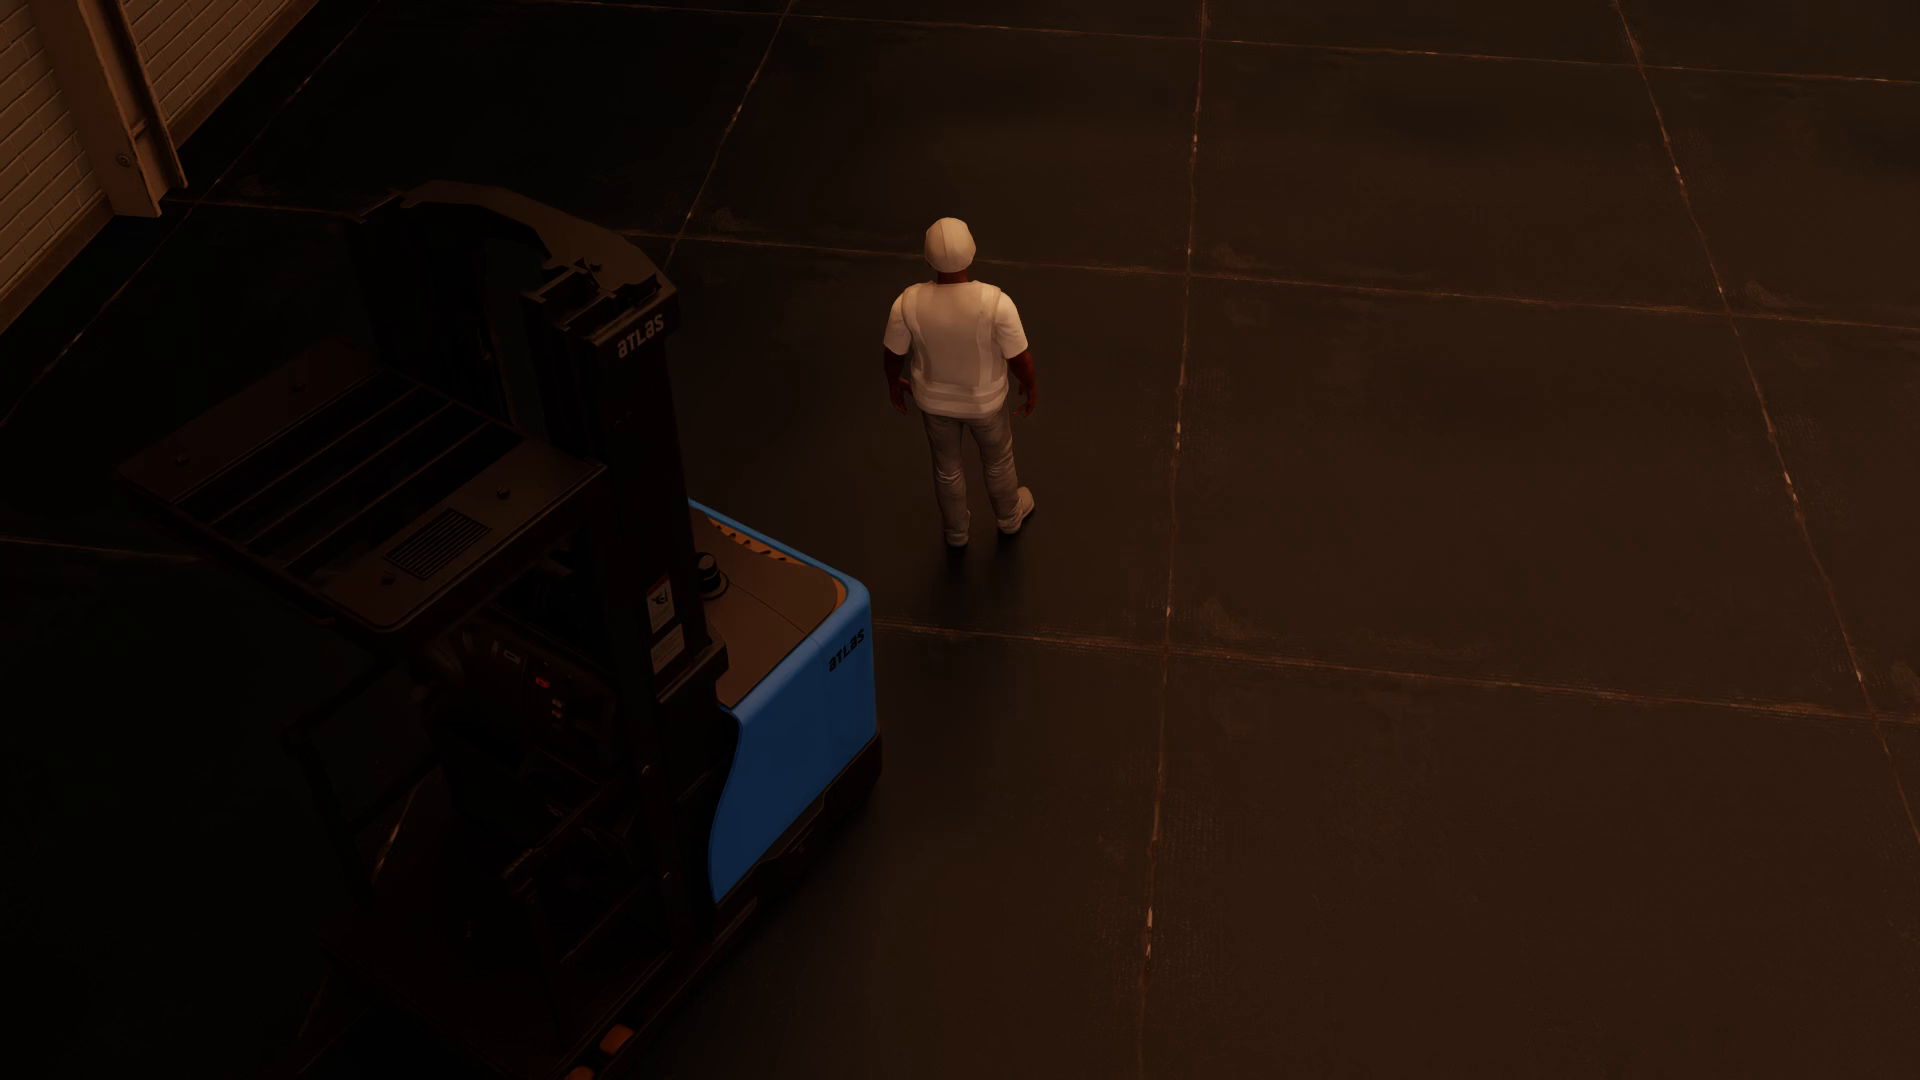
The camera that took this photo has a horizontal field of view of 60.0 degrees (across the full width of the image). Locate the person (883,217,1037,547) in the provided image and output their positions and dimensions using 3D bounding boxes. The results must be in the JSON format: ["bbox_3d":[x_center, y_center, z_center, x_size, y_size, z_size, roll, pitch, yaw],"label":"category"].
[{"bbox_3d":[0.014,-0.702,7.339,0.666,1.768,0.575,5,43,6],"label":"person"}]

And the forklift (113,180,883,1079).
[{"bbox_3d":[-1.558,0.524,5.153,1.130,2.935,3.031,25,48,24],"label":"forklift"}]
